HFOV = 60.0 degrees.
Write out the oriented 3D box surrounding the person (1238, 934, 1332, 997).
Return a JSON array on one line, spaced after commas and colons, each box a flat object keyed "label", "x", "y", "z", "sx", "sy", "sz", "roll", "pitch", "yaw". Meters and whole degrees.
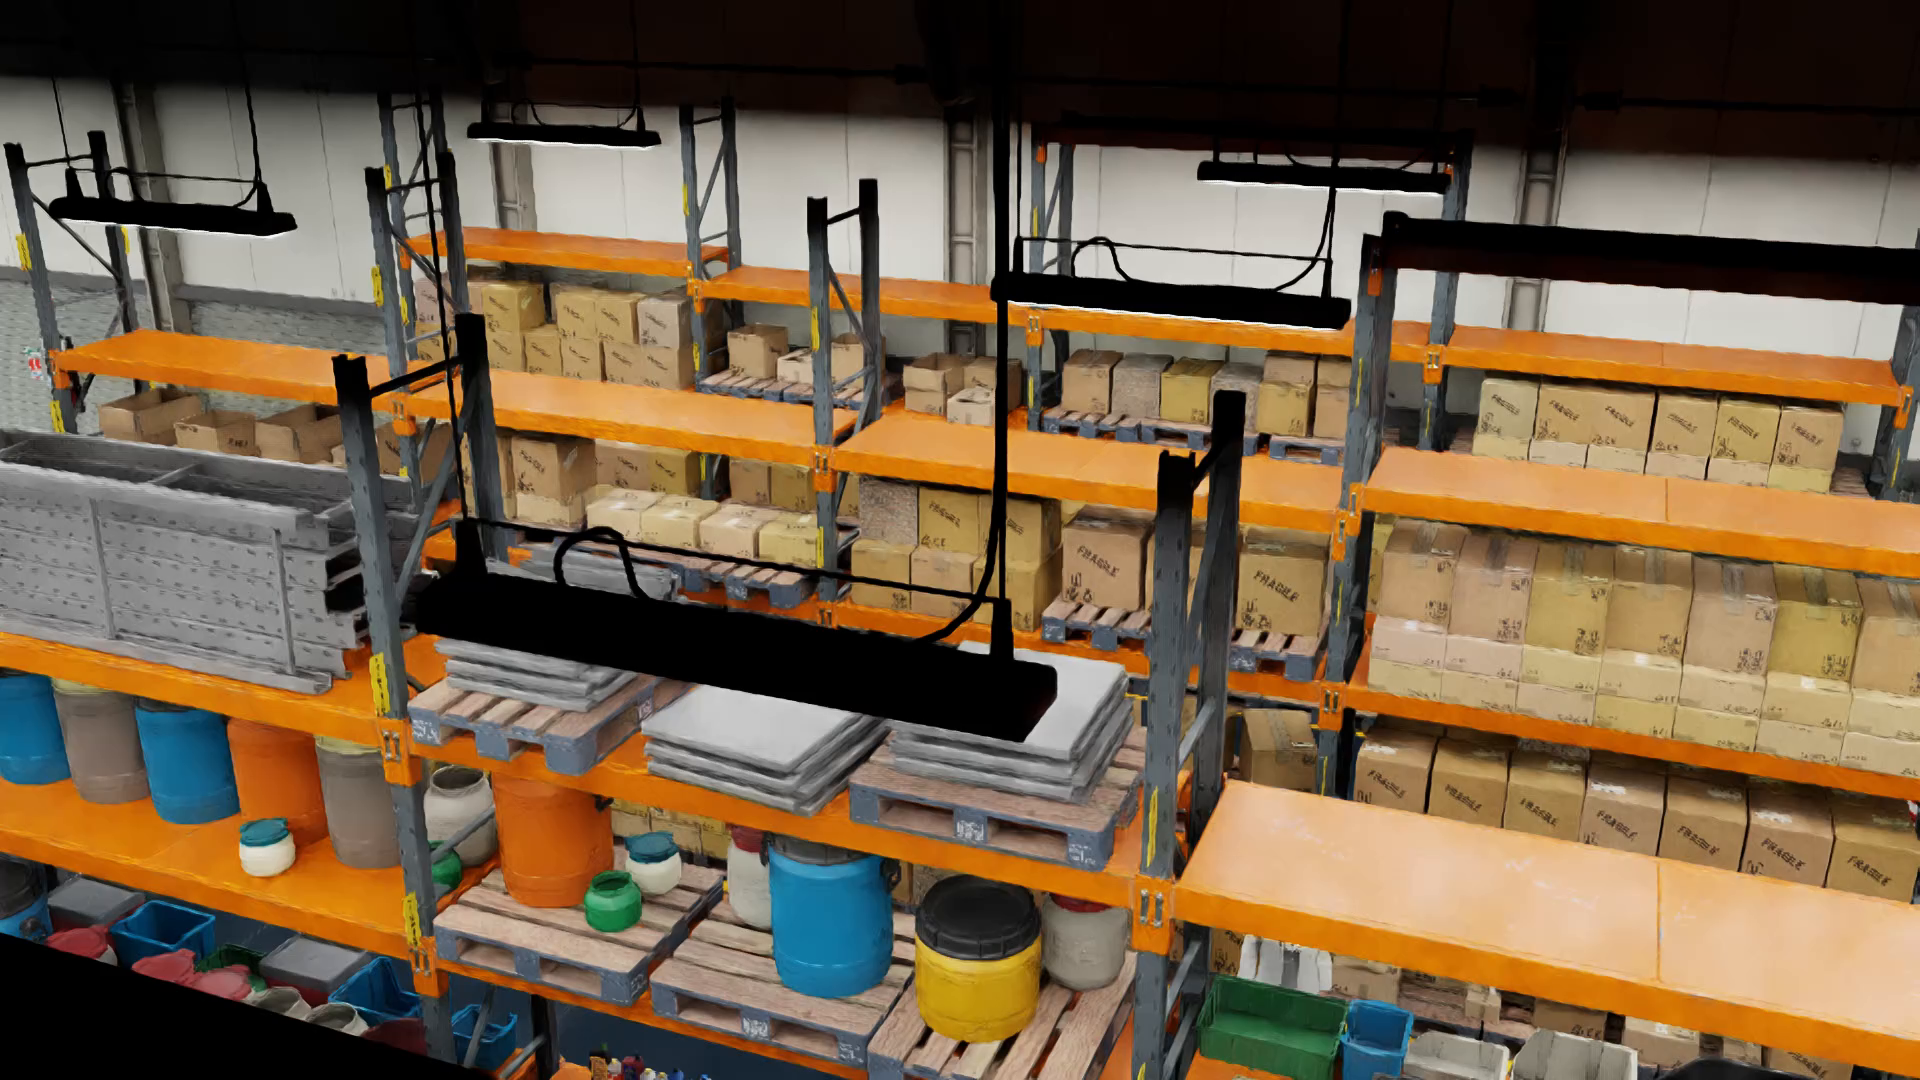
[{"label": "person", "x": 2.257, "y": 3.145, "z": 11.586, "sx": 0.657, "sy": 1.790, "sz": 0.421, "roll": 3, "pitch": 21, "yaw": 7}]
